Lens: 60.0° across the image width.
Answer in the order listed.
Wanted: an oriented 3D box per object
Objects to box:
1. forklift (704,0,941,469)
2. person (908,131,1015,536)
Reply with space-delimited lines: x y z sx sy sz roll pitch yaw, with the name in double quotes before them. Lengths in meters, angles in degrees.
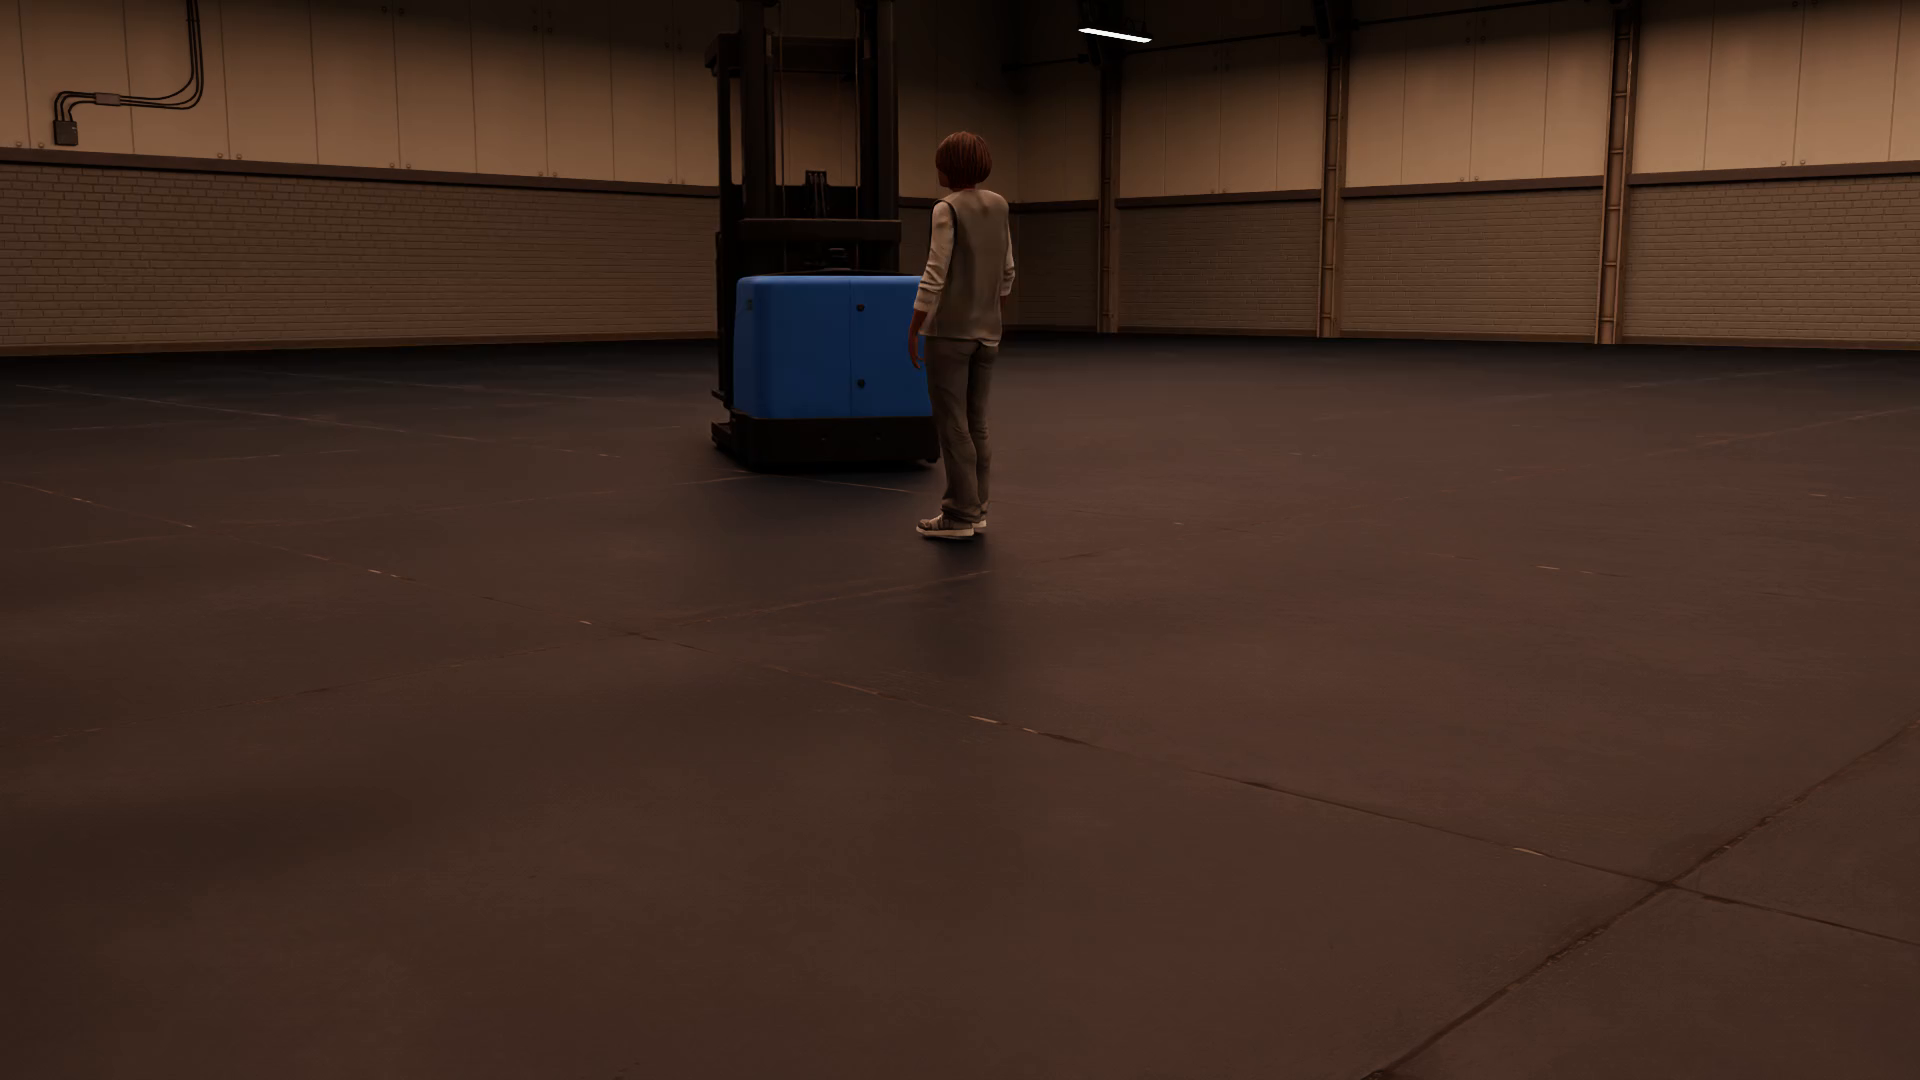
"forklift" -0.975 -2.027 10.335 1.130 2.935 3.031 -2 9 -15
"person" -0.044 -0.806 6.658 0.473 1.599 0.521 8 12 43
